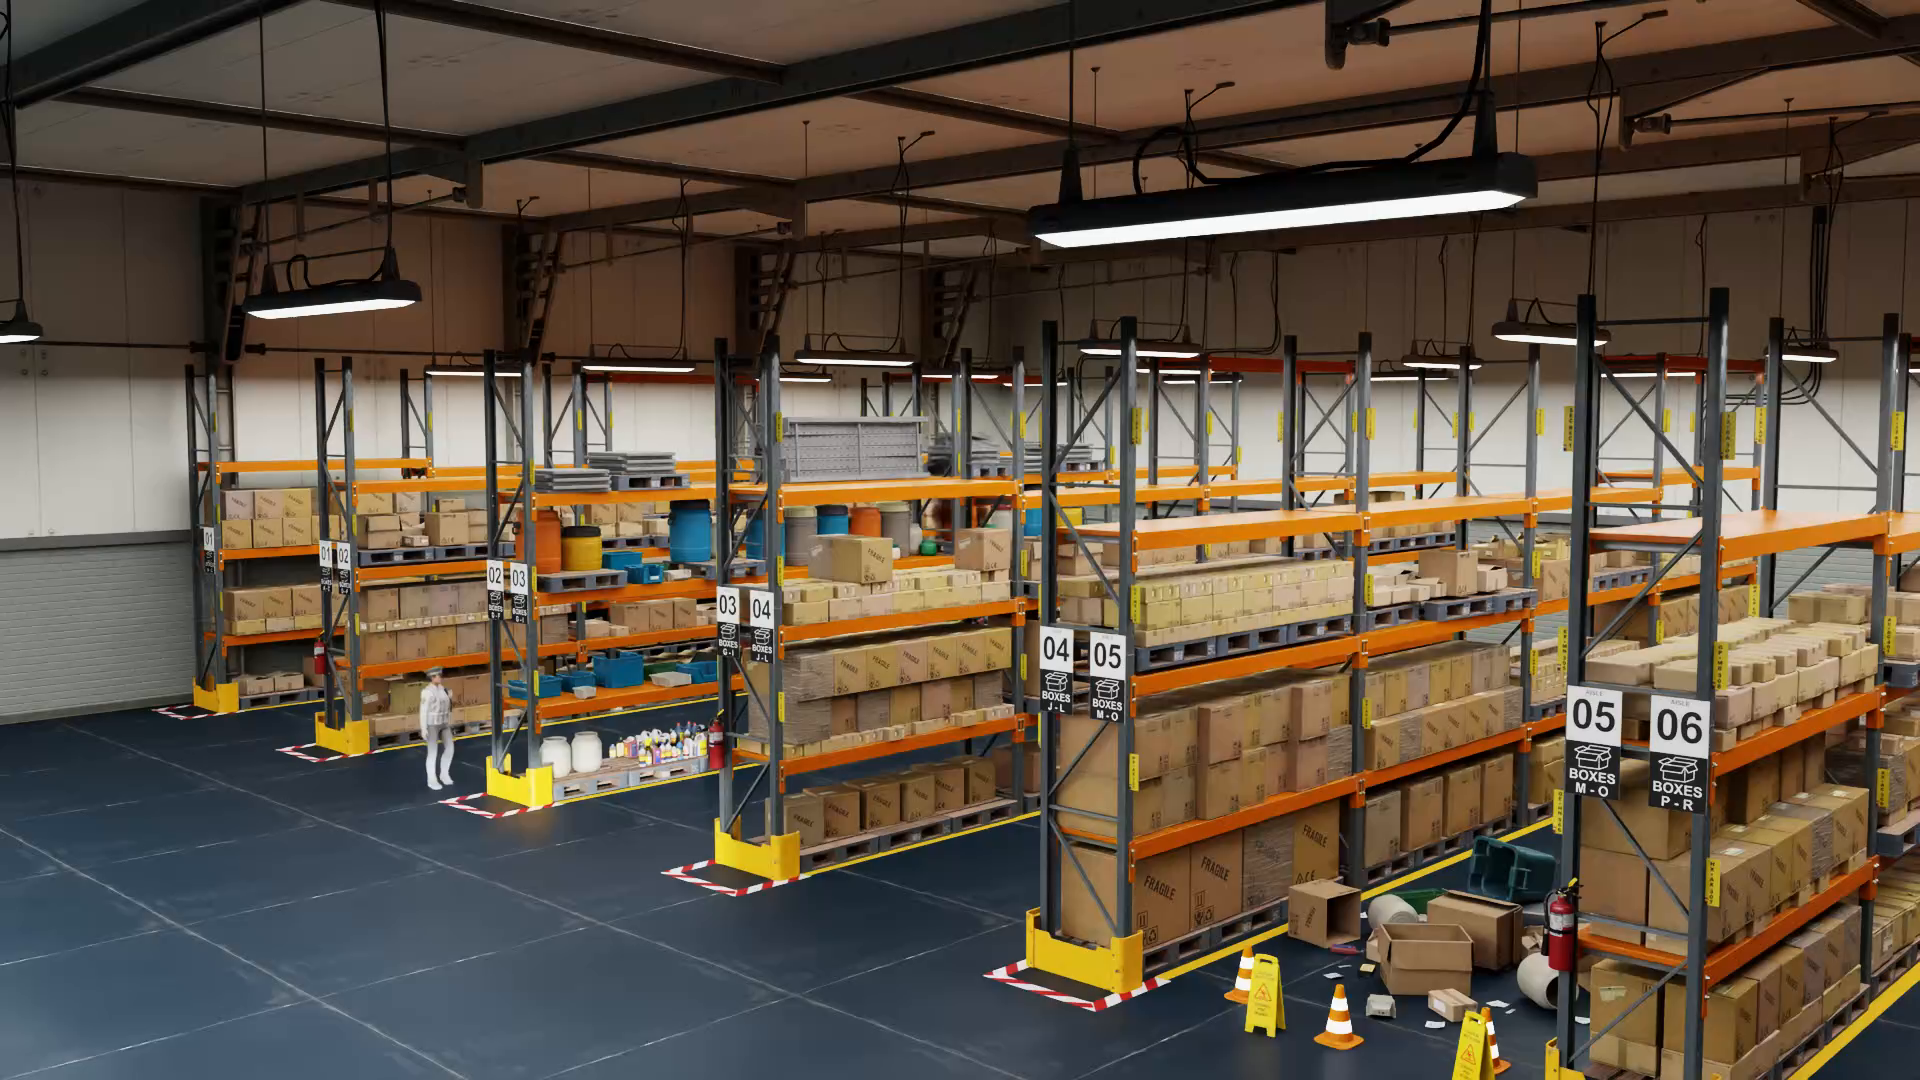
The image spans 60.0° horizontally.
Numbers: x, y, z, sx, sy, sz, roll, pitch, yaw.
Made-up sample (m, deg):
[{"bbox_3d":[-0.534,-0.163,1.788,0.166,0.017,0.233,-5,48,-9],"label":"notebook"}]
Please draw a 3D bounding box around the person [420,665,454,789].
[{"bbox_3d":[-7.237,2.591,22.984,0.345,1.726,0.566,2,5,23],"label":"person"}]
